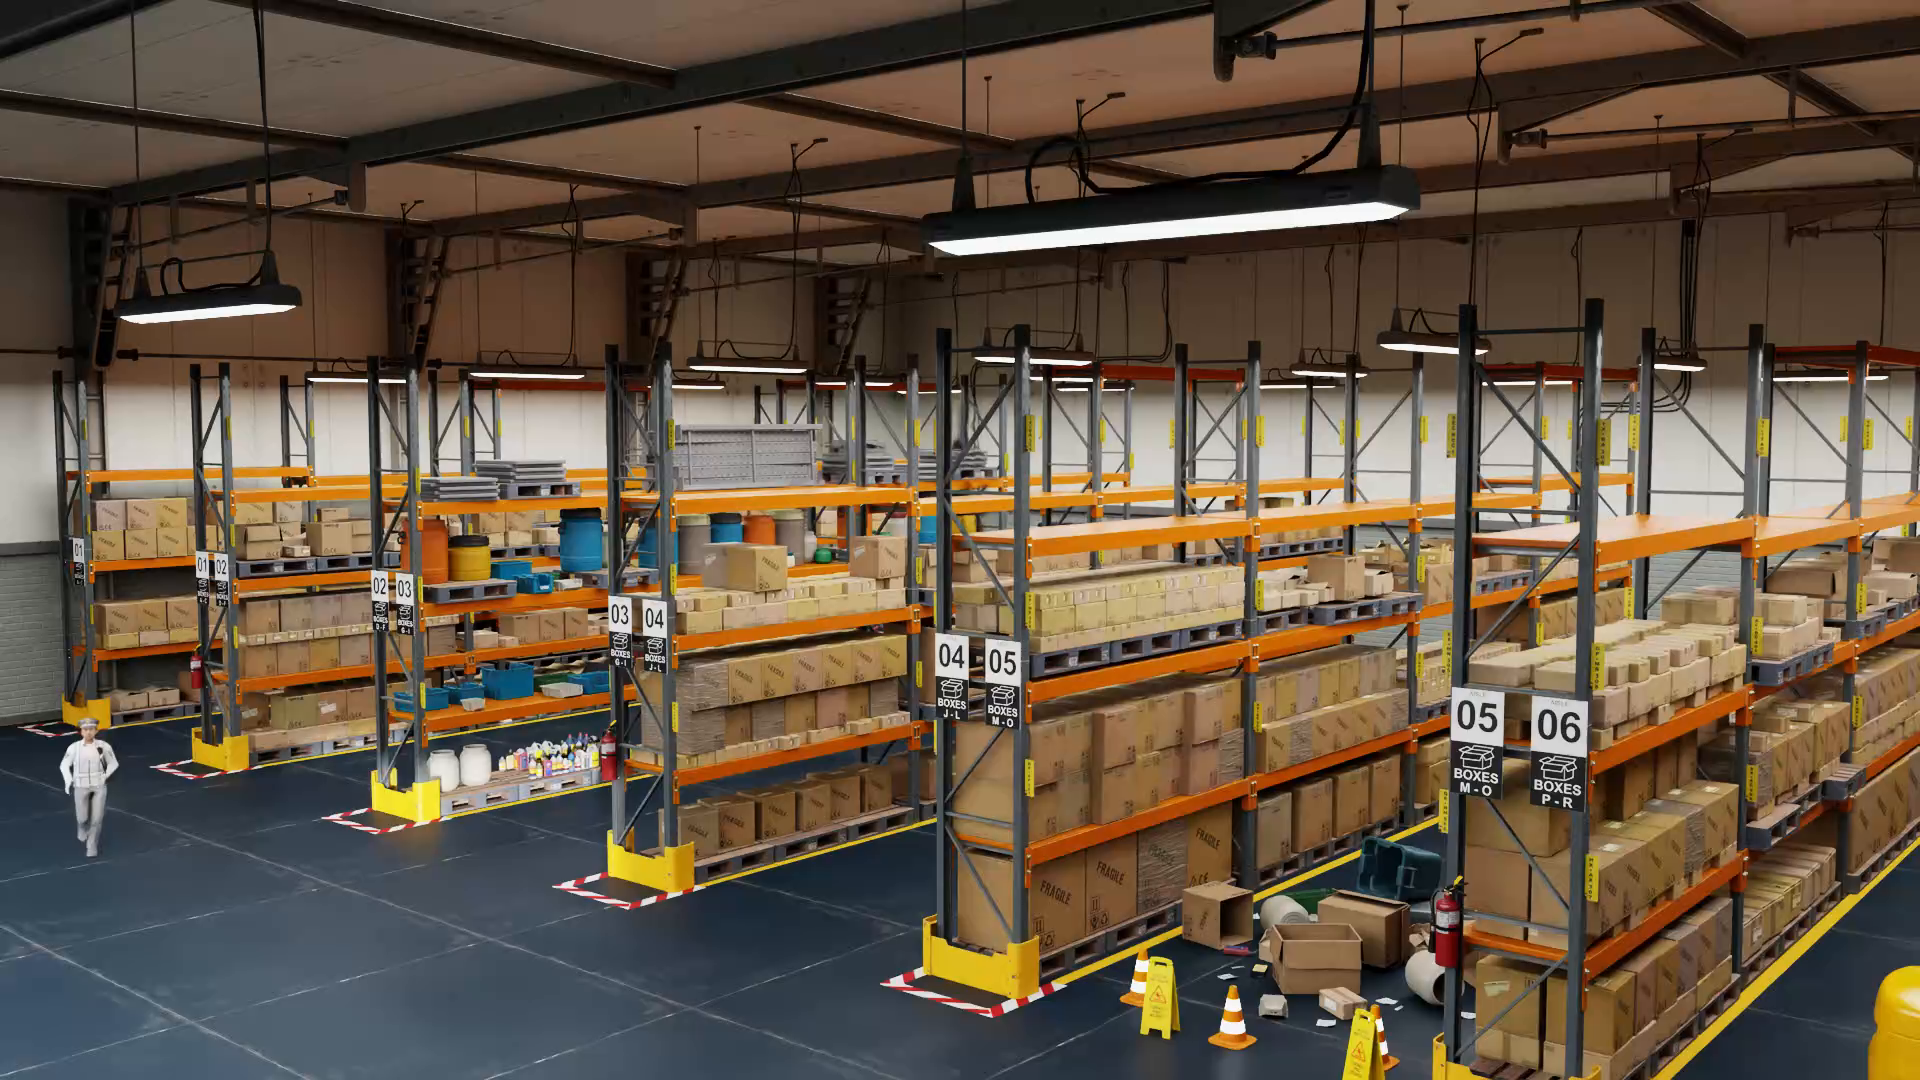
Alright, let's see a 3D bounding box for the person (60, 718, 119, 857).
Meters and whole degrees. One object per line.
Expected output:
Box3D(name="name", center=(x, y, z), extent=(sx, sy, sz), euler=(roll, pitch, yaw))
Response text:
Box3D(name="person", center=(-10.320, 2.922, 19.734), extent=(0.614, 1.644, 0.552), euler=(-2, 5, -28))
